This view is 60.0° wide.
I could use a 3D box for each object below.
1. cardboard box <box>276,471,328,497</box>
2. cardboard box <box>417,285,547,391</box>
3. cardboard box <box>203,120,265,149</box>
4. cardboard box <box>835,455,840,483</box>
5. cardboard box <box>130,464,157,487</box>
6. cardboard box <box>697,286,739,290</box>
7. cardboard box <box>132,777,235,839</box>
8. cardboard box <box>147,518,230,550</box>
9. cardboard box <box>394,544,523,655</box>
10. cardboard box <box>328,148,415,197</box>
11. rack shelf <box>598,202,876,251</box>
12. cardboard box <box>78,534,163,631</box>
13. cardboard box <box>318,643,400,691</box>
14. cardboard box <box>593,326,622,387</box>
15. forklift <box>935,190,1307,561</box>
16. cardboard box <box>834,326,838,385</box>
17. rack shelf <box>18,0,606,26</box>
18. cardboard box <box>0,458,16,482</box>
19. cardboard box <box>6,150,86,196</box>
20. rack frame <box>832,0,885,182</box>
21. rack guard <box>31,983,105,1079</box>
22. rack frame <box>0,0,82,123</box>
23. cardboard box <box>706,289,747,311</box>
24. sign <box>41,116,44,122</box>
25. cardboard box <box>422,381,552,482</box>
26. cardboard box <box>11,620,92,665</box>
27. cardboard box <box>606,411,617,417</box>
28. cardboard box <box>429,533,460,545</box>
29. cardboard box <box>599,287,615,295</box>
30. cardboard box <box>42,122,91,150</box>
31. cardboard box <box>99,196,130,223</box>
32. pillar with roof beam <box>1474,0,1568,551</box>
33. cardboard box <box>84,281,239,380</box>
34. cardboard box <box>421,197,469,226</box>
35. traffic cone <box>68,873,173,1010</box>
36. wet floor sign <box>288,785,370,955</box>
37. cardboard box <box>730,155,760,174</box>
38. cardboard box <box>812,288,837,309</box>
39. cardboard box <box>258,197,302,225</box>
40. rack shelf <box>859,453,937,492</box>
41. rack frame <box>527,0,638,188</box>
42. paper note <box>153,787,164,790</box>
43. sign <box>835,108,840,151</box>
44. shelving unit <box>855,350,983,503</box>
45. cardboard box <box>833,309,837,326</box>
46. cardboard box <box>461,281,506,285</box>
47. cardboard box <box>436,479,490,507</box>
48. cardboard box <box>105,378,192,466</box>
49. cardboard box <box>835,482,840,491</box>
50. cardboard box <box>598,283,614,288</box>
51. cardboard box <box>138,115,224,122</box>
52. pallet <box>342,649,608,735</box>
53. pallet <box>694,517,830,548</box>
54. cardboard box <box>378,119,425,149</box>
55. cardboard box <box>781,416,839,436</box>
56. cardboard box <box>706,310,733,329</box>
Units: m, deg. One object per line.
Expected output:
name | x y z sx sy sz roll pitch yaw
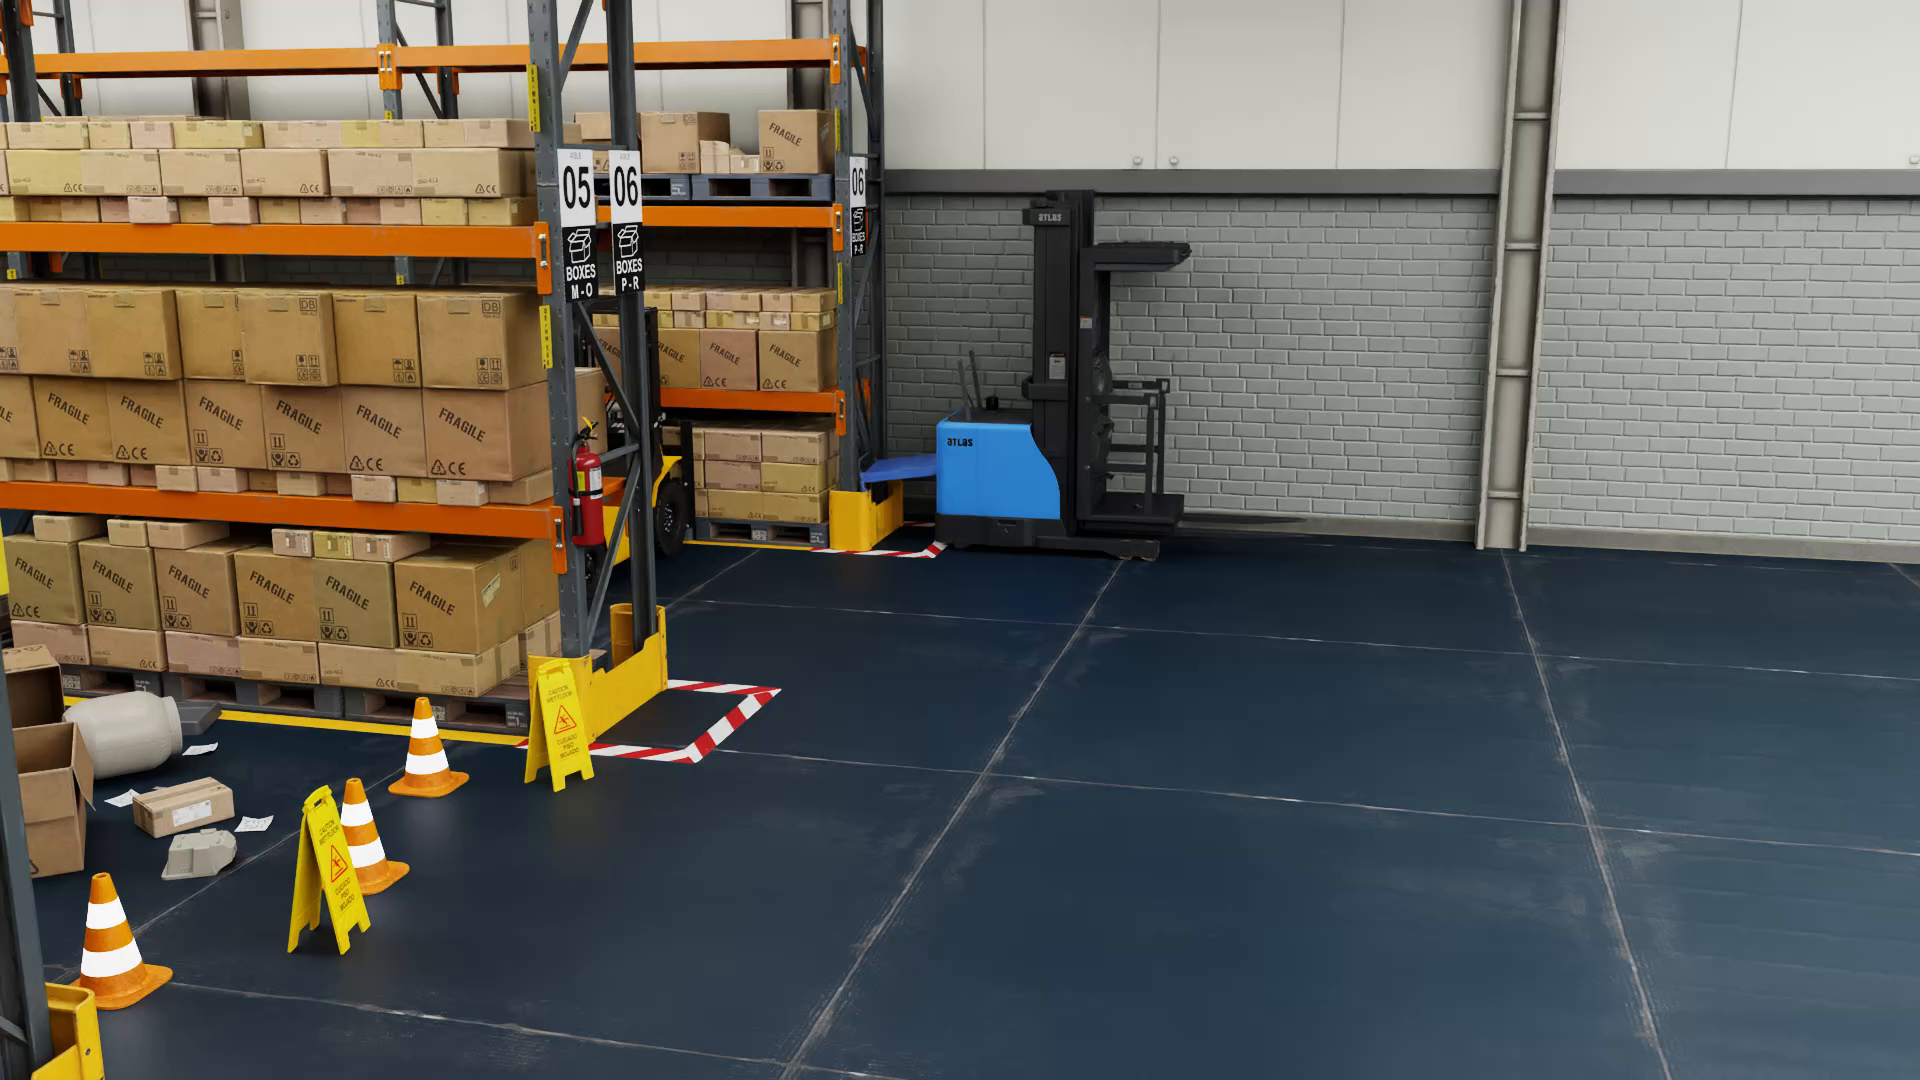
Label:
cardboard box | -3.679 -0.358 9.502 0.250 0.149 0.380 3 13 13
cardboard box | -2.554 -1.117 9.118 0.500 0.500 0.700 3 13 12
cardboard box | -3.902 -2.214 9.099 0.250 0.149 0.380 3 13 15
cardboard box | -1.227 -0.673 14.568 0.500 0.250 0.500 3 13 15
cardboard box | -4.640 -0.419 9.775 0.250 0.149 0.380 3 13 13
cardboard box | -2.100 -2.127 14.482 0.250 0.149 0.380 3 13 15
cardboard box | -3.762 1.294 8.058 0.250 0.149 0.380 12 17 43
cardboard box | -4.513 -0.061 9.735 0.250 0.149 0.380 4 13 17
cardboard box | -2.846 0.330 9.468 0.500 0.500 0.500 3 13 14
cardboard box | -3.052 -1.990 9.012 0.500 0.250 0.500 3 13 13
rack shelf | -2.762 -2.715 14.283 4.000 0.370 1.077 3 13 14
cardboard box | -4.859 0.222 9.956 0.500 0.500 0.500 4 13 16
cardboard box | -3.356 0.669 9.672 0.500 0.250 0.500 3 13 14
cardboard box | -2.851 -1.597 14.275 0.500 0.500 0.500 3 13 14
forklift | 1.363 -1.384 13.704 3.031 2.935 1.130 3 13 12
cardboard box | -1.235 -1.631 14.431 0.500 0.500 0.500 3 13 15
rack shelf | -3.948 -3.134 9.253 4.000 0.370 1.077 3 13 14
cardboard box | -5.661 -0.456 9.942 0.250 0.149 0.380 3 13 13
cardboard box | -5.025 -2.093 9.478 0.500 0.250 0.500 3 13 13
rack frame | -0.820 -4.427 13.413 0.127 3.000 1.000 3 13 14
rack guard | -3.071 1.813 4.907 0.348 0.500 1.175 3 13 14
rack frame | -8.587 -4.842 15.284 0.127 3.000 1.000 3 13 14
cardboard box | -1.950 -2.026 14.026 0.250 0.149 0.380 3 13 14
sign | -5.767 -2.493 10.428 0.005 0.325 0.100 3 13 14
cardboard box | -2.599 -0.619 9.180 0.500 0.500 0.500 3 13 13
cardboard box | -5.381 0.563 10.151 0.500 0.250 0.500 2 13 11
cardboard box | -3.196 -1.020 14.975 0.500 0.250 0.500 3 13 14
cardboard box | -3.255 0.189 10.102 0.500 0.500 0.500 3 13 11
cardboard box | -2.950 -2.078 14.262 0.250 0.149 0.380 3 13 14
cardboard box | -4.900 -2.266 9.335 0.250 0.149 0.380 3 13 13
cardboard box | -4.648 -1.884 9.453 0.250 0.149 0.380 3 13 12
pillar with roof beam | 3.513 -3.436 8.946 0.400 9.000 9.100 3 13 14
cardboard box | -4.543 -1.213 9.550 0.500 0.500 0.700 3 13 12
cardboard box | -2.669 -1.762 8.905 0.250 0.149 0.380 3 13 14
traffic cone | -3.269 1.504 6.387 0.334 0.463 0.336 3 13 14
wet floor sign | -2.592 1.326 6.767 0.232 0.644 0.267 1 13 4
cardboard box | -1.698 -3.073 13.615 0.250 0.149 0.380 3 13 12
cardboard box | -1.095 -2.072 14.230 0.250 0.149 0.380 3 13 12
cardboard box | -3.656 -1.828 9.204 0.250 0.149 0.380 3 13 12
rack shelf | -0.298 -0.595 14.129 1.000 0.185 0.538 -6 15 15
rack frame | -2.006 -3.383 8.707 0.127 3.000 1.000 3 13 14
paper note | -4.059 1.270 8.486 0.123 0.001 0.032 3 13 14
sign | -0.964 -3.243 13.139 0.005 0.325 0.100 3 13 14
shelving unit | -0.326 -0.766 14.084 1.048 1.500 0.538 -6 15 15
cardboard box | -1.088 -1.936 14.307 0.250 0.149 0.380 3 13 12
cardboard box | -4.322 -2.264 15.097 0.250 0.149 0.380 3 13 14
cardboard box | -2.693 -0.296 9.223 0.250 0.149 0.380 3 13 13
cardboard box | -4.552 -0.725 9.657 0.500 0.500 0.500 3 13 13
cardboard box | -1.250 -0.428 14.615 0.500 0.250 0.500 3 13 14
cardboard box | -3.086 -2.191 14.767 0.250 0.149 0.380 3 13 13
cardboard box | -6.954 -3.539 14.903 0.500 0.500 0.500 3 13 15
pallet | -2.860 0.853 9.900 1.213 0.211 1.003 3 13 14
pallet | -1.573 -0.168 14.504 1.213 0.211 1.003 3 13 14
cardboard box | -2.899 -2.172 8.911 0.250 0.149 0.380 3 13 13
cardboard box | -1.242 -0.914 14.498 0.500 0.250 0.500 3 13 13
cardboard box | -1.955 -1.872 14.016 0.250 0.149 0.380 3 13 13
